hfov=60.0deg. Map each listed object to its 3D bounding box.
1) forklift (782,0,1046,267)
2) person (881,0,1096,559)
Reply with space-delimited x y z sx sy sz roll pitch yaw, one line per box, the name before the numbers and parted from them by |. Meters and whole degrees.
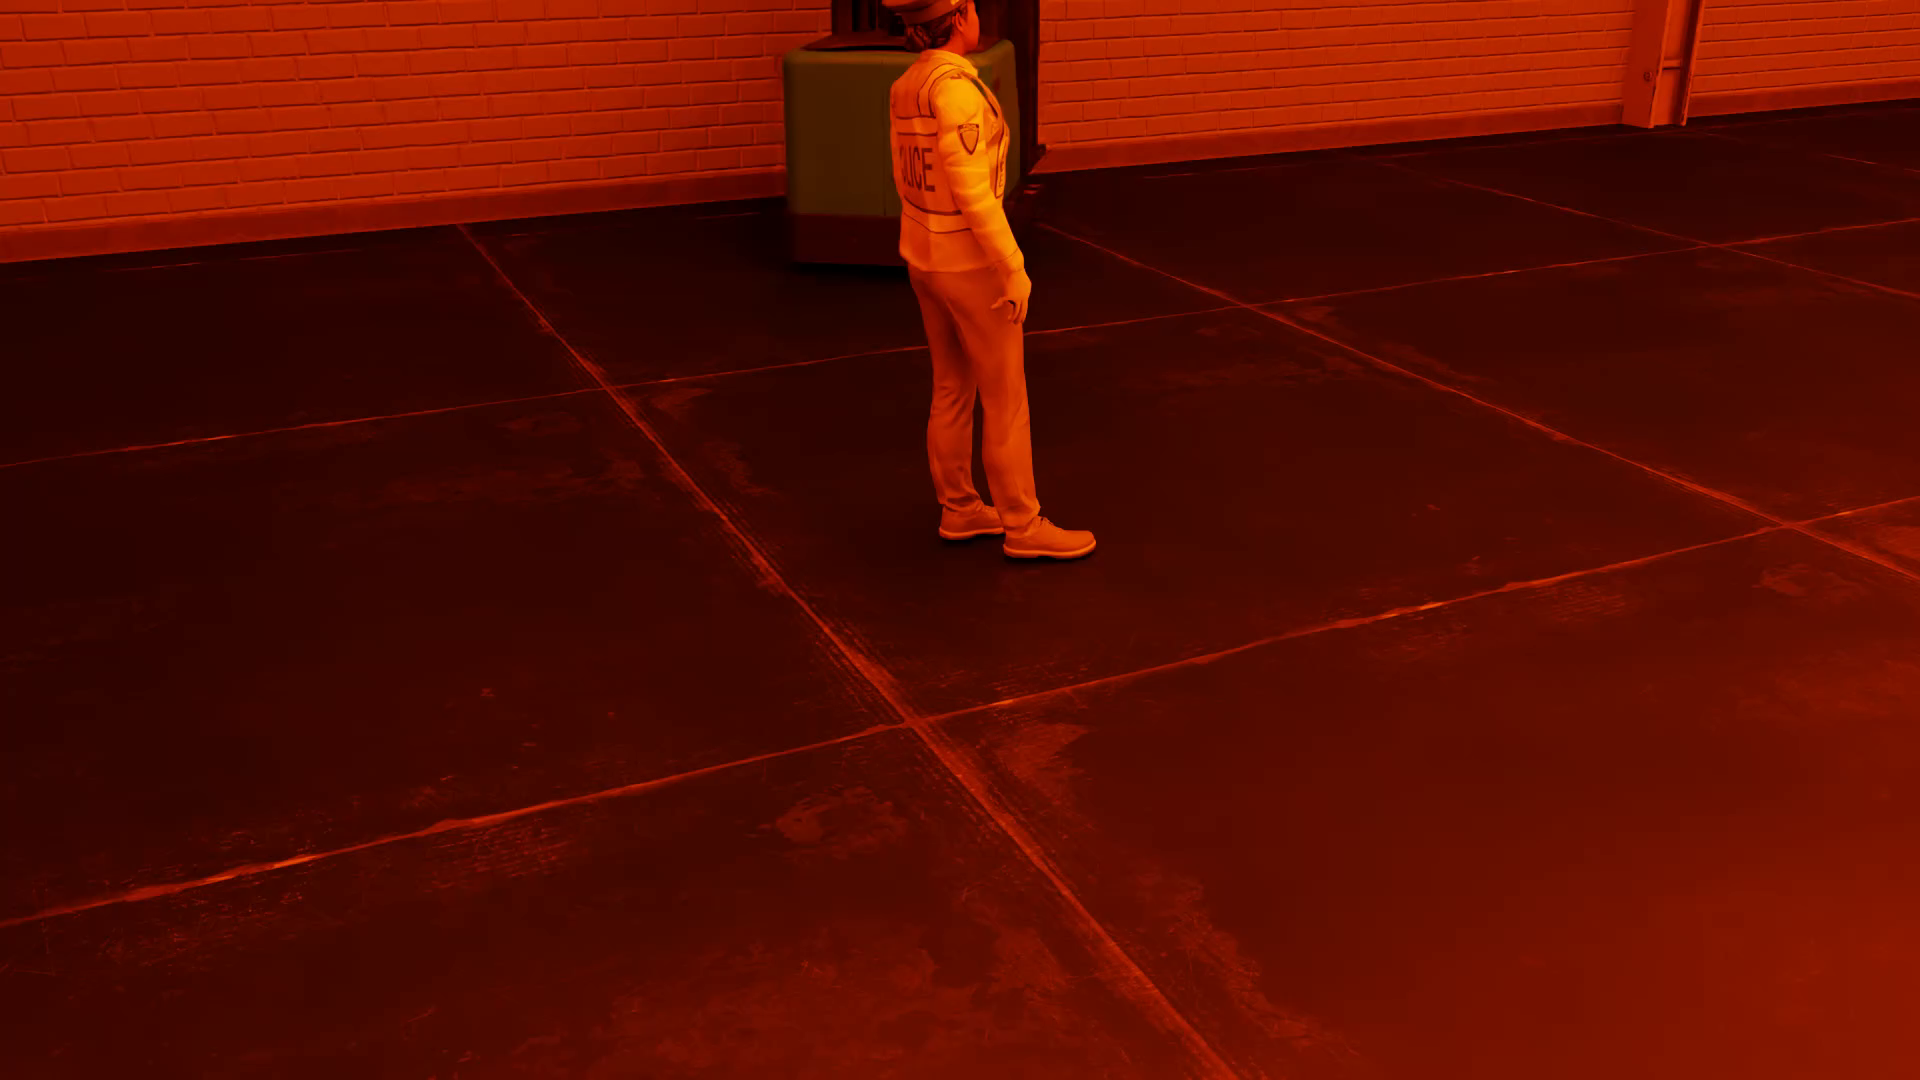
forklift | -0.108 -3.203 8.996 1.130 2.935 3.031 4 23 9
person | 0.066 -0.798 4.800 0.530 1.694 0.586 -10 25 -23
